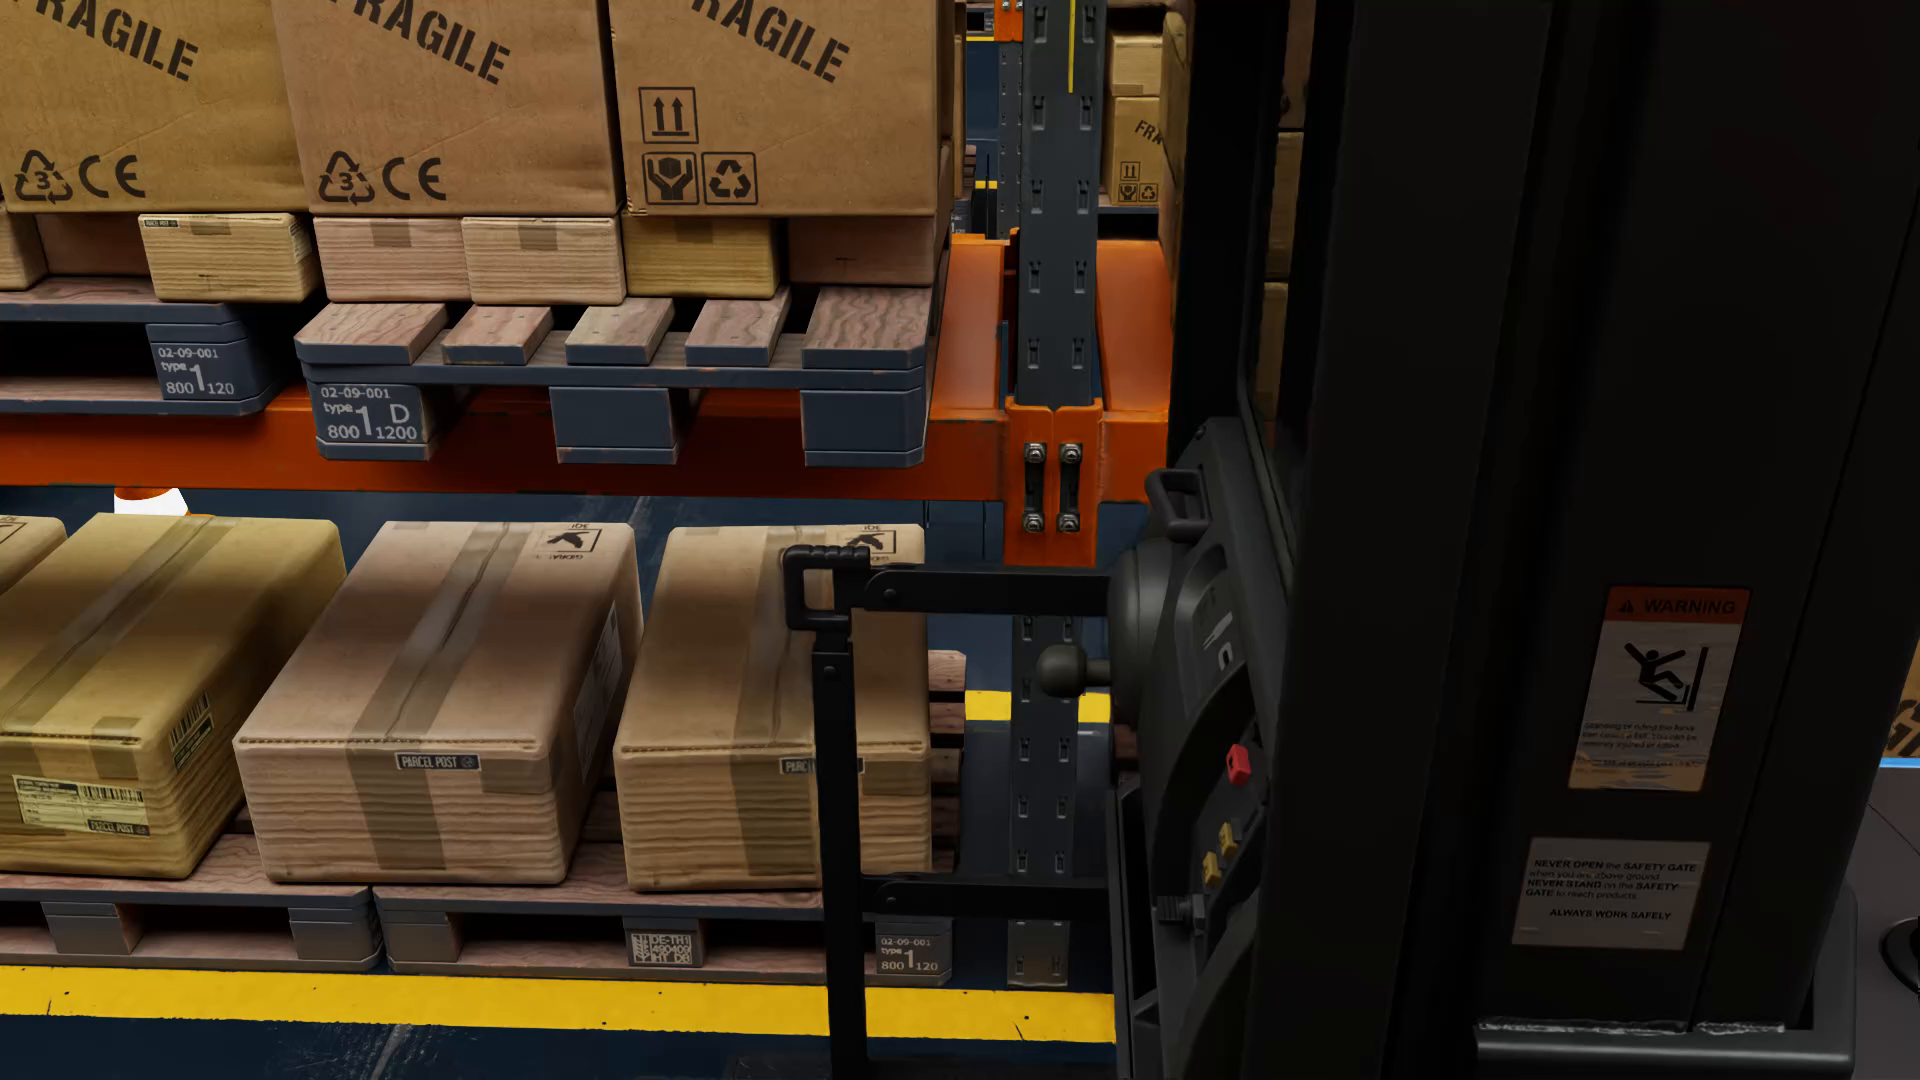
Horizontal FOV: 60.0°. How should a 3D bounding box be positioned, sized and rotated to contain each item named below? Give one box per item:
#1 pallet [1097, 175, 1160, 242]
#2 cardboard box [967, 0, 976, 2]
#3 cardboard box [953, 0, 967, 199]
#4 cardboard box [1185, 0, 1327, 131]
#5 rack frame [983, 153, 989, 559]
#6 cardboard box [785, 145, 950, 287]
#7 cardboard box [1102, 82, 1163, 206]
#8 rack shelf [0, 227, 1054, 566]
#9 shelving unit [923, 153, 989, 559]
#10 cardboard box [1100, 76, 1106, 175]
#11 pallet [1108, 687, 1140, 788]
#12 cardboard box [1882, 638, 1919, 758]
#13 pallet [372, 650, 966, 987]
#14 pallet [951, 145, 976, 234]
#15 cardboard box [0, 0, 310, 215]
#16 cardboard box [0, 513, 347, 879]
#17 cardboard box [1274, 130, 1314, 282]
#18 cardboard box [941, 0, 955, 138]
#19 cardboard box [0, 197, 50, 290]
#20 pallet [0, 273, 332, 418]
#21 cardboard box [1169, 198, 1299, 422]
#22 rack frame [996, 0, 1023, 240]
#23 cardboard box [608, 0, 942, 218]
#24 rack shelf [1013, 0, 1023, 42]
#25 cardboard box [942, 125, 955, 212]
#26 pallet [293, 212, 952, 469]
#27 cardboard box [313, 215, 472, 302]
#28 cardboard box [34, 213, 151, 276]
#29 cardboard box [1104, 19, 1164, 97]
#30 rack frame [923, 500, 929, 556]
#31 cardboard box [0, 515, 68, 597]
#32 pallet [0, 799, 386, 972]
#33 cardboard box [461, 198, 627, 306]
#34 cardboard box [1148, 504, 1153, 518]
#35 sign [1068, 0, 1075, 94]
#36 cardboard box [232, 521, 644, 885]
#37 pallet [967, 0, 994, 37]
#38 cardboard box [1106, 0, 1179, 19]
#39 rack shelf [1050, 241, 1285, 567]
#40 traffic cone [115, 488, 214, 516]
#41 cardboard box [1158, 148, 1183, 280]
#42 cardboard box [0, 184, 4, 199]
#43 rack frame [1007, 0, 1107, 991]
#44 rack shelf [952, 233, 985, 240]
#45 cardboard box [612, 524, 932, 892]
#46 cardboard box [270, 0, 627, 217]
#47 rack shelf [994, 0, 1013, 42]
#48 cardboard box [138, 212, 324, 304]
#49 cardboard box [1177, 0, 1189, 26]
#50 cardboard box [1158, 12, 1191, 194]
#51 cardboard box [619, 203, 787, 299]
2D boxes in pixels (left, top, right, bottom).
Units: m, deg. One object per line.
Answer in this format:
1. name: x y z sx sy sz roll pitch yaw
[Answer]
1. pallet: 1.034 -1.691 8.215 1.213 0.211 1.003 1 28 2
2. cardboard box: -0.142 -4.349 12.450 0.500 0.500 0.700 0 28 -1
3. cardboard box: -0.353 -2.181 8.115 0.750 0.750 1.050 1 28 1
4. cardboard box: 0.663 -0.982 2.725 0.500 0.500 0.500 0 28 0
5. rack frame: 0.077 -0.529 4.967 0.006 1.200 0.240 1 28 2
6. cardboard box: -0.157 -0.588 2.977 0.250 0.149 0.380 2 28 4
7. cardboard box: 0.951 -1.887 7.828 0.500 0.500 0.500 0 28 0
8. rack shelf: -1.820 -0.334 3.445 4.000 0.370 1.077 1 28 2
9. shelving unit: -0.014 -0.530 4.969 0.189 1.200 0.258 1 28 2
10. cardboard box: 0.920 -2.130 8.285 0.500 0.500 0.500 1 28 2
11. pallet: 0.964 0.662 3.776 1.213 0.211 1.003 1 28 2
12. cardboard box: 1.758 0.202 3.487 0.875 0.875 0.875 1 28 2
13. pallet: -0.602 0.600 3.893 1.213 0.211 1.003 1 28 2
14. pallet: -0.533 -1.753 8.332 1.213 0.211 1.003 1 28 2
15. cardboard box: -1.307 -0.868 2.812 0.500 0.500 0.500 -1 28 -2
16. cardboard box: -1.881 0.319 3.802 0.625 0.372 0.950 2 28 3
17. cardboard box: 0.677 -0.649 2.898 0.500 0.250 0.500 1 28 1
18. cardboard box: -0.263 -1.095 3.241 0.500 0.500 0.500 0 28 0
19. cardboard box: -1.708 -0.577 2.955 0.250 0.149 0.380 0 28 0
20. pallet: -1.801 -0.547 3.284 1.213 0.211 1.003 1 28 2
21. cardboard box: 0.659 -0.426 3.012 0.500 0.250 0.500 0 28 1
22. rack frame: 0.253 -2.937 7.588 0.127 3.000 1.000 1 28 2
23. cardboard box: -0.285 -0.857 2.791 0.500 0.500 0.500 0 28 0
24. rack shelf: 2.251 -2.586 7.694 4.000 0.370 1.077 1 28 2
25. cardboard box: -0.139 -0.785 3.349 0.250 0.149 0.380 -1 28 -1
26. pallet: -0.537 -0.496 3.187 1.003 0.211 1.213 1 28 2
27. cardboard box: -0.932 -0.550 2.904 0.250 0.149 0.380 0 28 -1
28. cardboard box: -1.454 -0.611 3.020 0.250 0.149 0.380 1 28 2
29. cardboard box: 0.933 -2.225 7.664 0.500 0.250 0.500 0 28 -1
30. rack frame: -0.106 -0.532 4.972 0.006 1.200 0.240 1 28 2
31. cardboard box: -2.576 0.309 3.822 0.625 0.372 0.950 3 28 5
32. pallet: -1.818 0.579 3.933 1.213 0.211 1.003 1 28 2
33. cardboard box: -0.681 -0.542 2.890 0.250 0.149 0.380 1 28 1
34. cardboard box: 0.866 0.185 3.518 0.875 0.875 0.875 1 28 1
35. sign: 0.169 -0.841 2.482 0.005 0.325 0.100 1 28 2
36. cardboard box: -1.123 0.335 3.773 0.625 0.372 0.950 0 28 1
37. pallet: -0.252 -4.039 12.643 1.213 0.211 1.003 1 28 2
38. cardboard box: 0.945 -2.461 8.109 0.500 0.250 0.500 0 28 1
39. rack shelf: 2.178 -0.267 3.320 4.000 0.370 1.077 1 28 2
40. traffic cone: -2.530 -0.198 5.130 0.334 0.463 0.336 1 28 2
41. cardboard box: 0.694 -0.665 3.462 0.500 0.250 0.500 0 28 0
42. cardboard box: -1.852 -0.878 2.830 0.500 0.500 0.500 0 28 0
43. rack frame: 0.179 -0.618 3.214 0.127 3.000 1.000 1 28 2
44. rack shelf: -0.014 -0.809 4.822 0.180 0.103 0.258 1 28 2
45. cardboard box: -0.385 0.343 3.757 0.625 0.372 0.950 -1 28 -2
46. cardboard box: -0.802 -0.860 2.798 0.500 0.500 0.500 1 28 1
47. rack shelf: -1.746 -2.652 7.819 4.000 0.370 1.077 1 28 2
48. cardboard box: -1.208 -0.548 2.901 0.250 0.149 0.380 1 28 3
49. cardboard box: 0.705 -1.218 3.171 0.500 0.500 0.500 0 28 0
50. cardboard box: 0.672 -0.884 3.341 0.500 0.250 0.500 1 28 2
51. cardboard box: -0.427 -0.559 2.921 0.250 0.149 0.380 1 28 3
